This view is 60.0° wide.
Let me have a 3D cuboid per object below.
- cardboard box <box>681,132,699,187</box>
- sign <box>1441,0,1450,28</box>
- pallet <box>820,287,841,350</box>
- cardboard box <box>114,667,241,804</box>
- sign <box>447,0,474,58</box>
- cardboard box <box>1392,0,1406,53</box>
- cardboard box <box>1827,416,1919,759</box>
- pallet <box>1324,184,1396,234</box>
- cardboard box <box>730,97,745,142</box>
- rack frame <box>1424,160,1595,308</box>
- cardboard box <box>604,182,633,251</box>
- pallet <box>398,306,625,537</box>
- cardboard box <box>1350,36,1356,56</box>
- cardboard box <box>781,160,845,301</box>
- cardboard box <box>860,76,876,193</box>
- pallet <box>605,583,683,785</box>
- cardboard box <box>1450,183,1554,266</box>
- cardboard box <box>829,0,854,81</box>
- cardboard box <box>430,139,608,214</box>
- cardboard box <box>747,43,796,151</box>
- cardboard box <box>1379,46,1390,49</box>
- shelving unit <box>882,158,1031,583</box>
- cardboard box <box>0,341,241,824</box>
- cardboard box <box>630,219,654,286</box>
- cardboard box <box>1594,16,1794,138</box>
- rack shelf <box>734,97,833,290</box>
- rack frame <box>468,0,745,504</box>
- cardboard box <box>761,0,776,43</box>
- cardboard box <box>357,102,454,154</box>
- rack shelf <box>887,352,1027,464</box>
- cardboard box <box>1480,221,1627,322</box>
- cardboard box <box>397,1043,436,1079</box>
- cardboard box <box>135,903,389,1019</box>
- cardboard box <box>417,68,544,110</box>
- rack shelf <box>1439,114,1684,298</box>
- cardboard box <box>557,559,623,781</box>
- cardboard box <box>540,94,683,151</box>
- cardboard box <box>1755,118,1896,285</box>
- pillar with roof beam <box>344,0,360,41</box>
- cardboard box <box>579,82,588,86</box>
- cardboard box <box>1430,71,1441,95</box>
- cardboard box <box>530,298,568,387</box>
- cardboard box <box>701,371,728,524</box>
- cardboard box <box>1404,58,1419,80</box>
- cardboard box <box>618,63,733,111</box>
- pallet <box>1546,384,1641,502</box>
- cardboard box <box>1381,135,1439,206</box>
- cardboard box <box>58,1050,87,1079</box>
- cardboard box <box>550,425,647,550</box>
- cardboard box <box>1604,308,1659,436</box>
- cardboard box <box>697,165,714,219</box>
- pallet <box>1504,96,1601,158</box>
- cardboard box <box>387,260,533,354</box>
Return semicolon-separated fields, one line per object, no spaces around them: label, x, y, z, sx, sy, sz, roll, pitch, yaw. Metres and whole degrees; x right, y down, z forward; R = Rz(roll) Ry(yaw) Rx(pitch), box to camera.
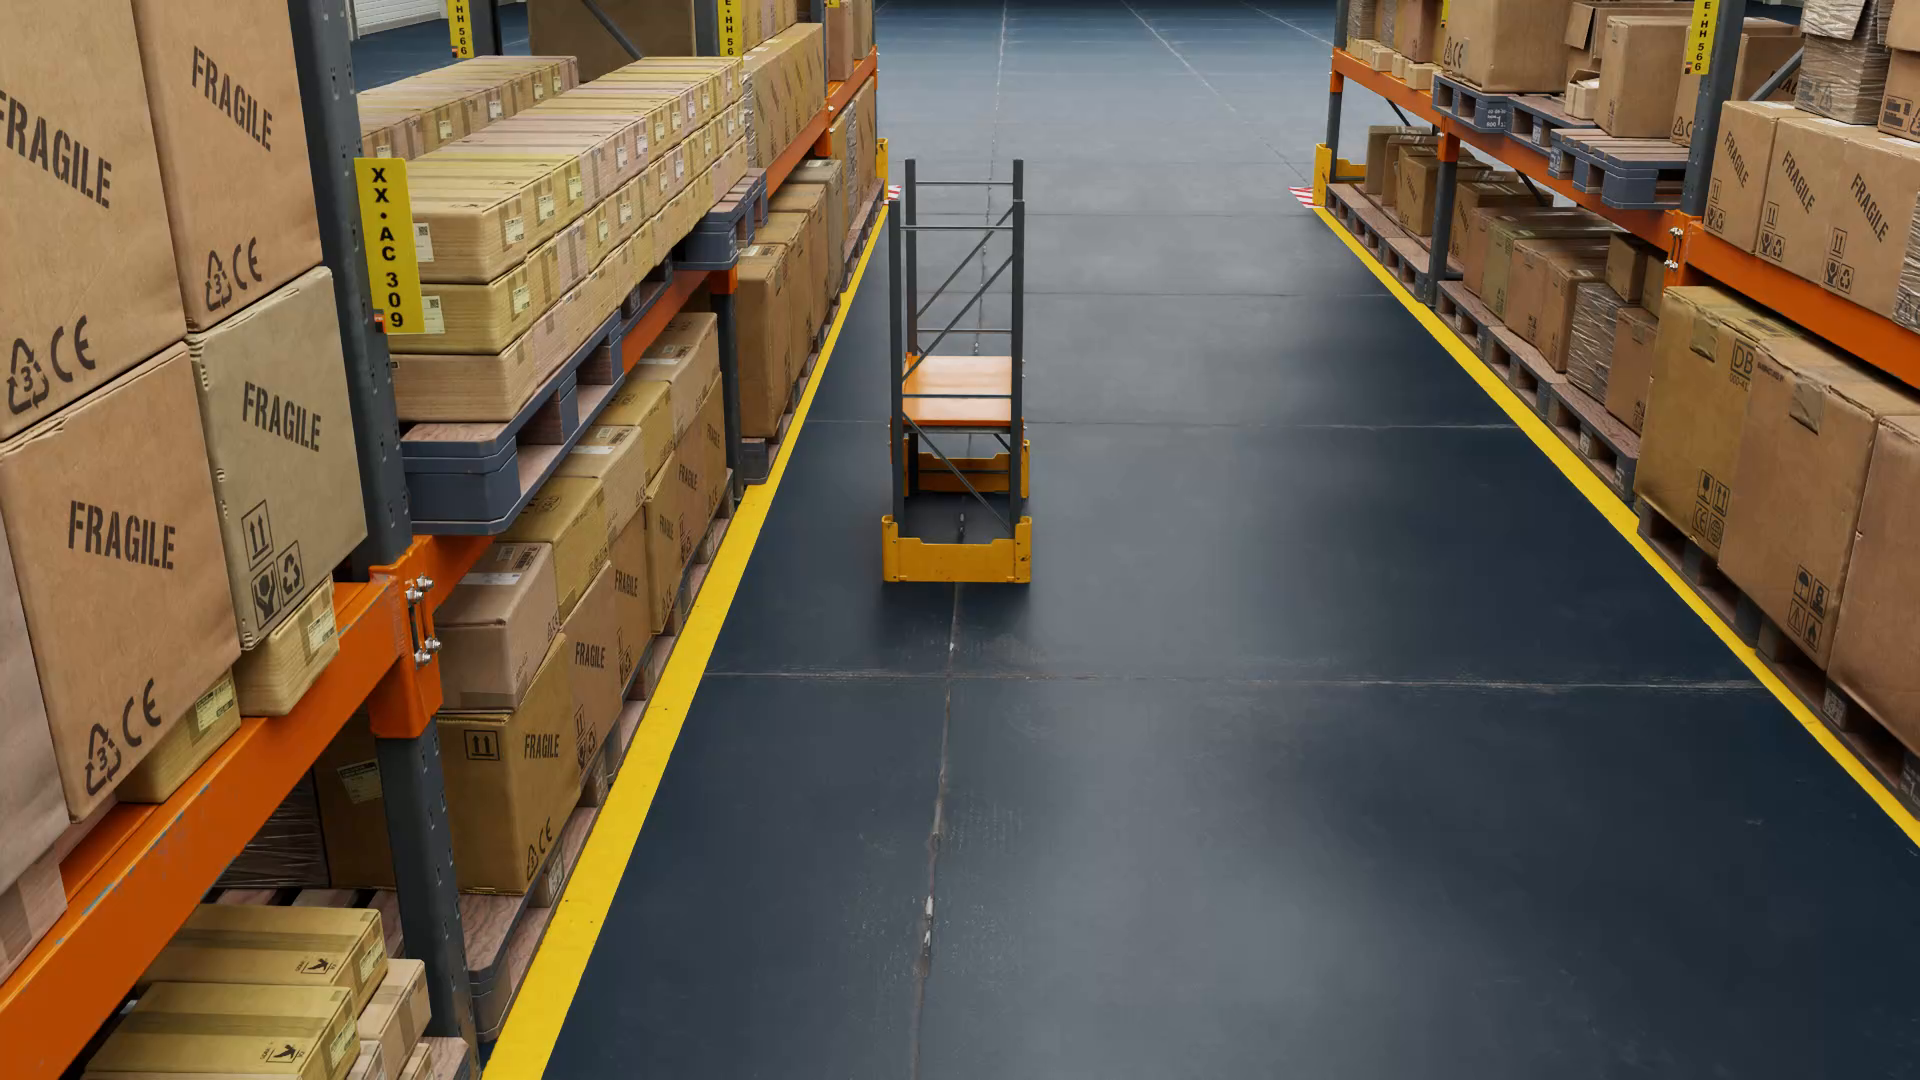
cardboard box;-1.071;-1.251;5.462;0.380;0.149;0.250;0;21;1
sign;3.052;-3.351;10.323;0.100;0.325;0.005;1;21;2
pallet;-1.308;-1.456;10.489;1.003;0.211;1.213;1;21;2
cardboard box;-1.345;0.270;2.533;0.380;0.149;0.250;1;21;4
sign;-2.037;-2.134;6.782;0.100;0.325;0.005;1;21;2
cardboard box;3.691;-3.834;12.215;0.875;0.500;0.500;1;21;2
cardboard box;3.377;0.188;4.754;1.225;0.875;0.875;0;21;0
pallet;3.654;-2.770;13.876;1.003;0.211;1.213;1;21;2
cardboard box;-1.042;-1.623;6.421;0.380;0.149;0.250;1;21;3
rack frame;3.595;-2.945;10.471;1.000;3.000;0.127;1;21;2
cardboard box;-1.105;-0.876;4.496;0.380;0.149;0.250;1;21;4
pallet;-1.435;-0.328;3.994;1.003;0.211;1.213;1;21;2
cardboard box;3.442;-4.083;13.753;0.380;0.149;0.250;1;21;2
cardboard box;-1.289;-1.957;10.456;1.050;0.750;0.750;1;21;1
cardboard box;-1.193;-3.441;14.108;0.875;0.875;0.875;1;21;2
pallet;-1.547;0.433;5.621;1.003;0.211;1.213;1;21;2
cardboard box;3.647;-2.119;11.219;0.500;0.500;0.500;0;21;0
cardboard box;-1.233;-3.632;12.036;0.875;0.550;0.550;1;21;2
cardboard box;-1.109;-0.920;4.198;0.380;0.149;0.250;0;21;1
cardboard box;-1.152;-2.342;8.779;0.500;0.500;0.500;0;21;1
cardboard box;3.438;-3.721;12.820;0.380;0.149;0.250;1;21;2
shelving unit;0.002;-0.727;6.829;0.587;1.500;1.083;1;21;2
cardboard box;-1.353;0.037;2.236;0.500;0.500;0.500;0;21;0
cardboard box;-1.097;-0.831;4.791;0.380;0.149;0.250;0;21;1
cardboard box;3.366;-2.139;7.677;0.700;0.500;0.500;4;22;10
rack shelf;-1.421;-1.977;8.972;1.077;0.370;4.000;1;21;2
rack frame;-1.482;-1.589;6.978;1.000;3.000;0.127;1;21;2
cardboard box;-1.399;-3.000;9.094;0.700;0.500;0.500;1;21;2
cardboard box;-1.739;-1.215;4.958;0.380;0.149;0.250;0;21;1
rack shelf;0.003;-0.562;6.902;0.538;0.185;1.000;1;21;2
cardboard box;3.521;-1.590;9.828;0.700;0.500;0.500;1;21;1
cardboard box;-1.275;1.136;3.316;0.380;0.149;0.250;1;21;2
cardboard box;-1.354;0.844;3.244;0.380;0.149;0.250;1;21;3
cardboard box;-1.707;-1.595;5.936;0.380;0.149;0.250;1;21;1
rack shelf;3.534;-1.886;8.737;1.077;0.370;4.000;1;21;2
cardboard box;-1.301;0.371;4.801;0.500;0.500;0.500;2;21;4
cardboard box;-1.080;-1.296;5.166;0.380;0.149;0.250;2;21;4
cardboard box;3.173;-1.186;5.800;0.500;0.500;0.500;0;21;0
pillar with roof beam;-7.222;-13.569;29.559;9.100;9.000;0.400;1;21;2
cardboard box;-1.736;-1.802;7.388;0.500;0.500;0.500;1;21;2
cardboard box;3.324;-2.999;10.958;0.380;0.149;0.250;1;21;2
cardboard box;-1.129;-0.459;3.833;0.380;0.149;0.250;1;21;2
cardboard box;-1.240;-0.379;6.734;0.500;0.500;0.500;1;21;1
cardboard box;3.395;-3.360;11.888;0.380;0.149;0.250;1;21;2
cardboard box;-1.048;-1.672;6.137;0.380;0.149;0.250;0;21;1
pallet;3.498;-0.481;7.976;1.003;0.211;1.213;1;21;2
cardboard box;3.697;-2.979;13.435;0.500;0.500;0.500;6;22;16
cardboard box;-1.852;1.072;3.070;0.380;0.149;0.250;1;21;2
cardboard box;-1.283;-0.164;5.144;0.500;0.250;0.500;1;21;4
cardboard box;3.473;-0.780;7.741;0.700;0.500;0.500;0;21;-1
cardboard box;-1.065;-1.212;5.772;0.380;0.149;0.250;0;21;1
pallet;3.492;-2.125;8.624;1.003;0.211;1.213;1;21;2
cardboard box;-1.132;-0.498;3.521;0.380;0.149;0.250;1;21;2
